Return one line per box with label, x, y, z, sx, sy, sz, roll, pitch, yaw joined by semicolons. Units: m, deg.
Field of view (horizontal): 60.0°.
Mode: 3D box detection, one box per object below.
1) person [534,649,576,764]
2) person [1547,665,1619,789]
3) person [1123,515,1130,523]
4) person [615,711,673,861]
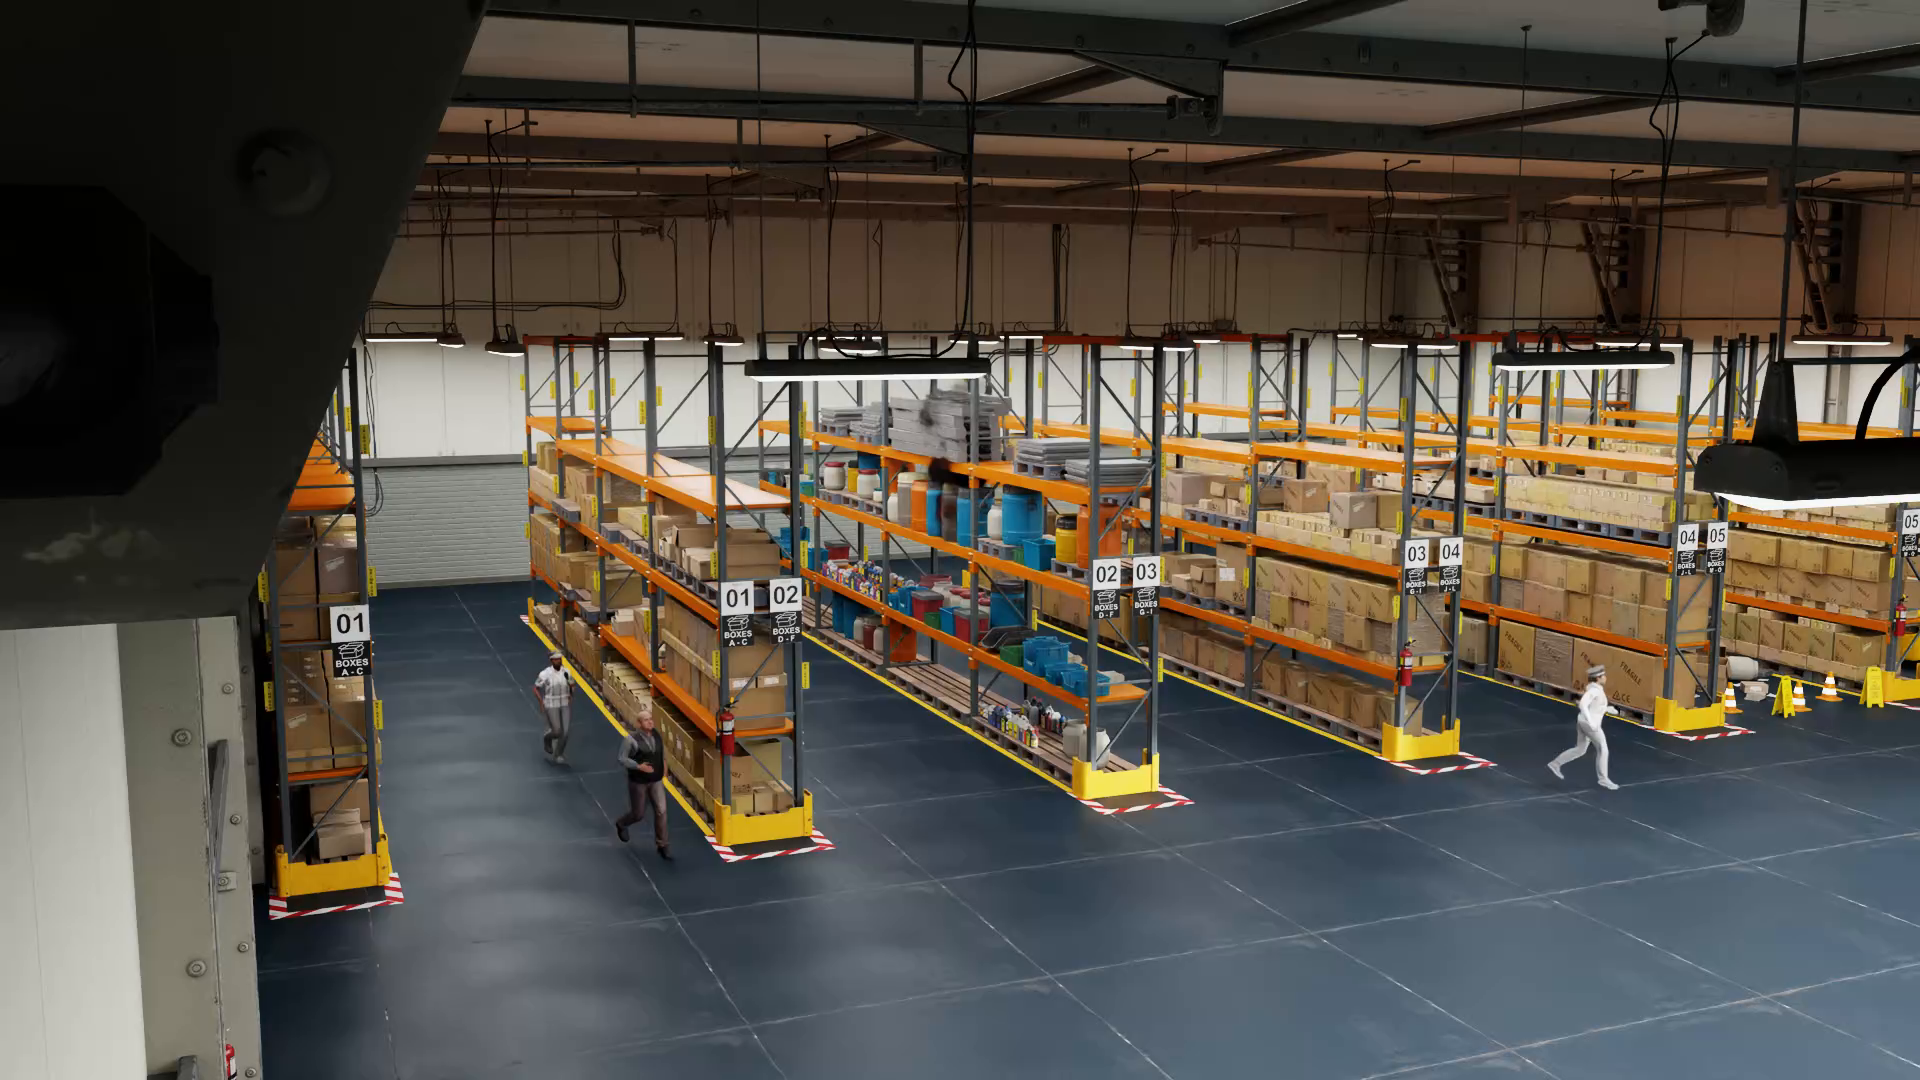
person;-5.743;2.370;23.745;0.580;1.660;0.557;-5;9;-34
person;8.490;2.520;22.508;0.890;1.696;0.582;1;8;8
person;4.019;0.138;40.751;0.660;1.580;0.740;2;8;16
person;-3.743;2.875;19.738;0.698;1.738;0.938;-7;10;-43
